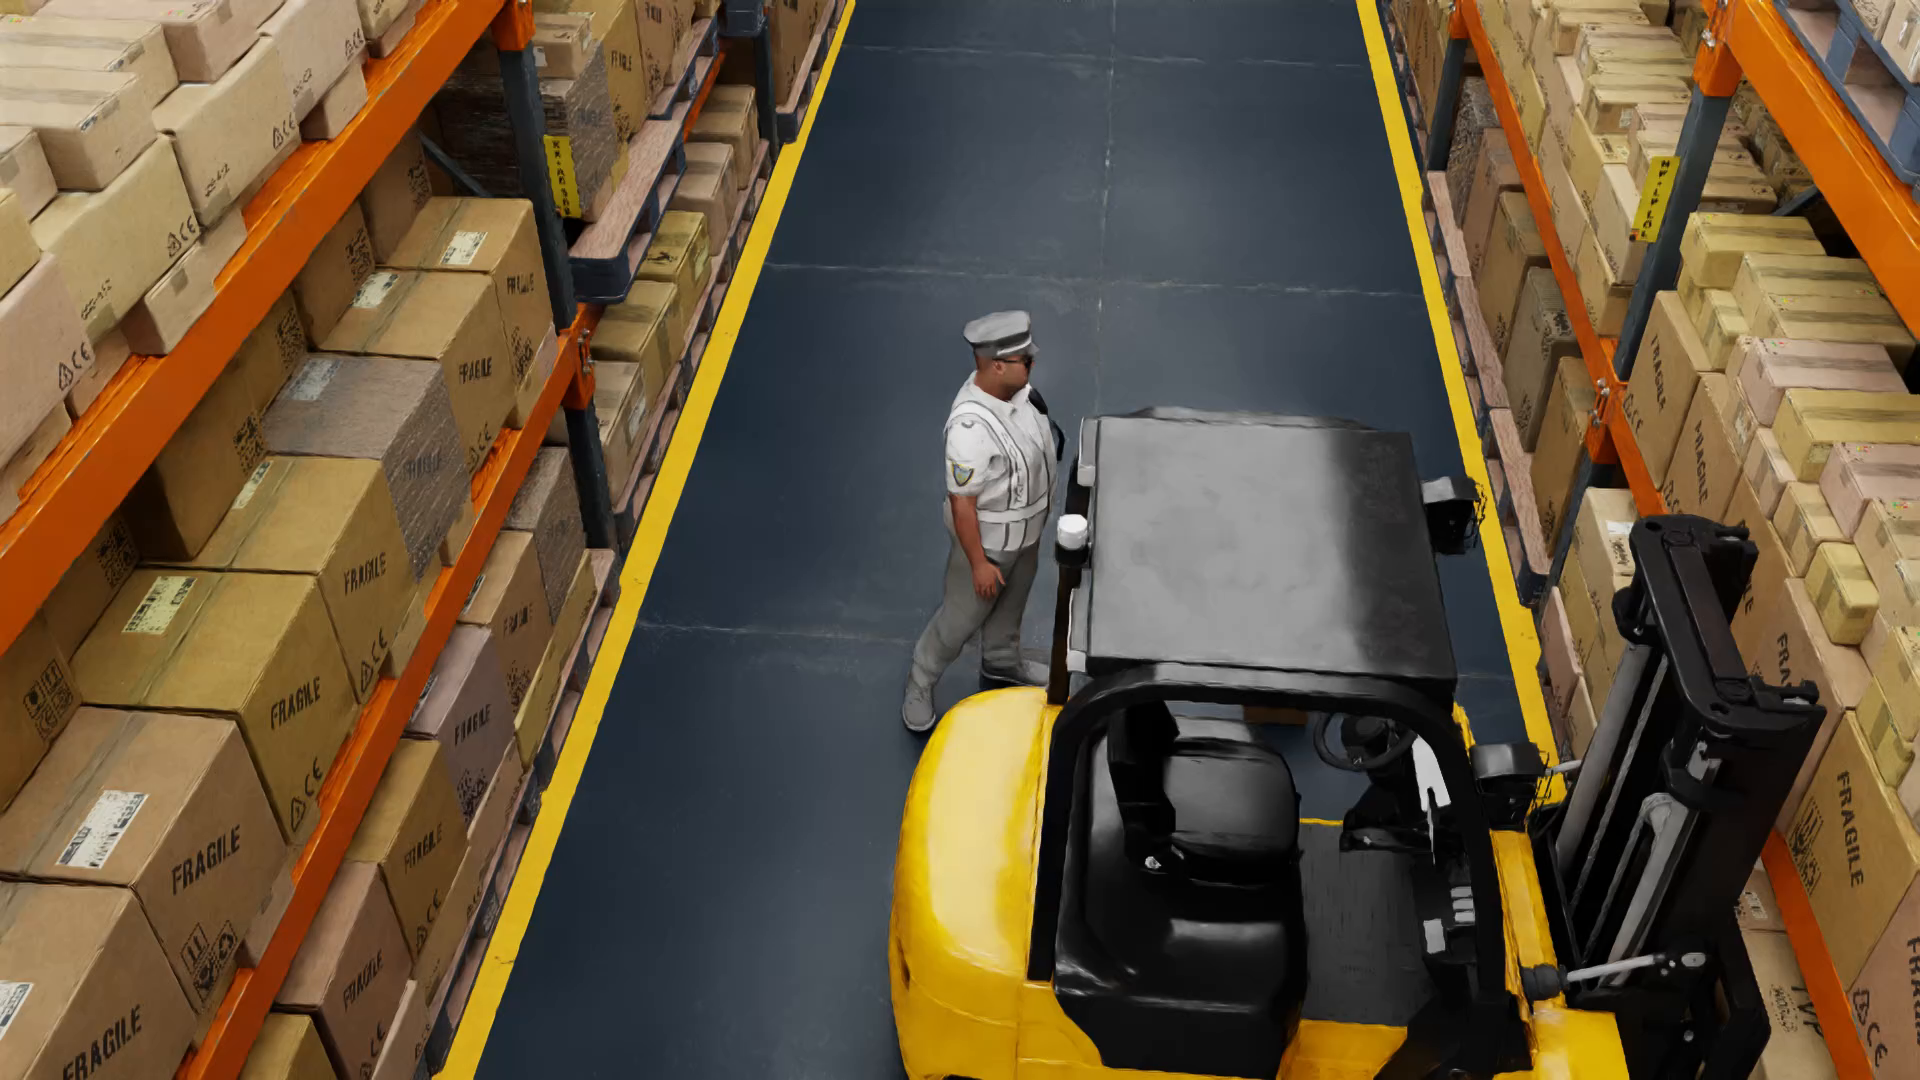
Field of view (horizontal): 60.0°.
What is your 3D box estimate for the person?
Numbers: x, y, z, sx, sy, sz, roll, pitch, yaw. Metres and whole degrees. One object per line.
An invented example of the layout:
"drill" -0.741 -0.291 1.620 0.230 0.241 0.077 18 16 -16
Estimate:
"person" 0.098 -0.084 6.241 0.564 1.750 0.759 16 43 19
